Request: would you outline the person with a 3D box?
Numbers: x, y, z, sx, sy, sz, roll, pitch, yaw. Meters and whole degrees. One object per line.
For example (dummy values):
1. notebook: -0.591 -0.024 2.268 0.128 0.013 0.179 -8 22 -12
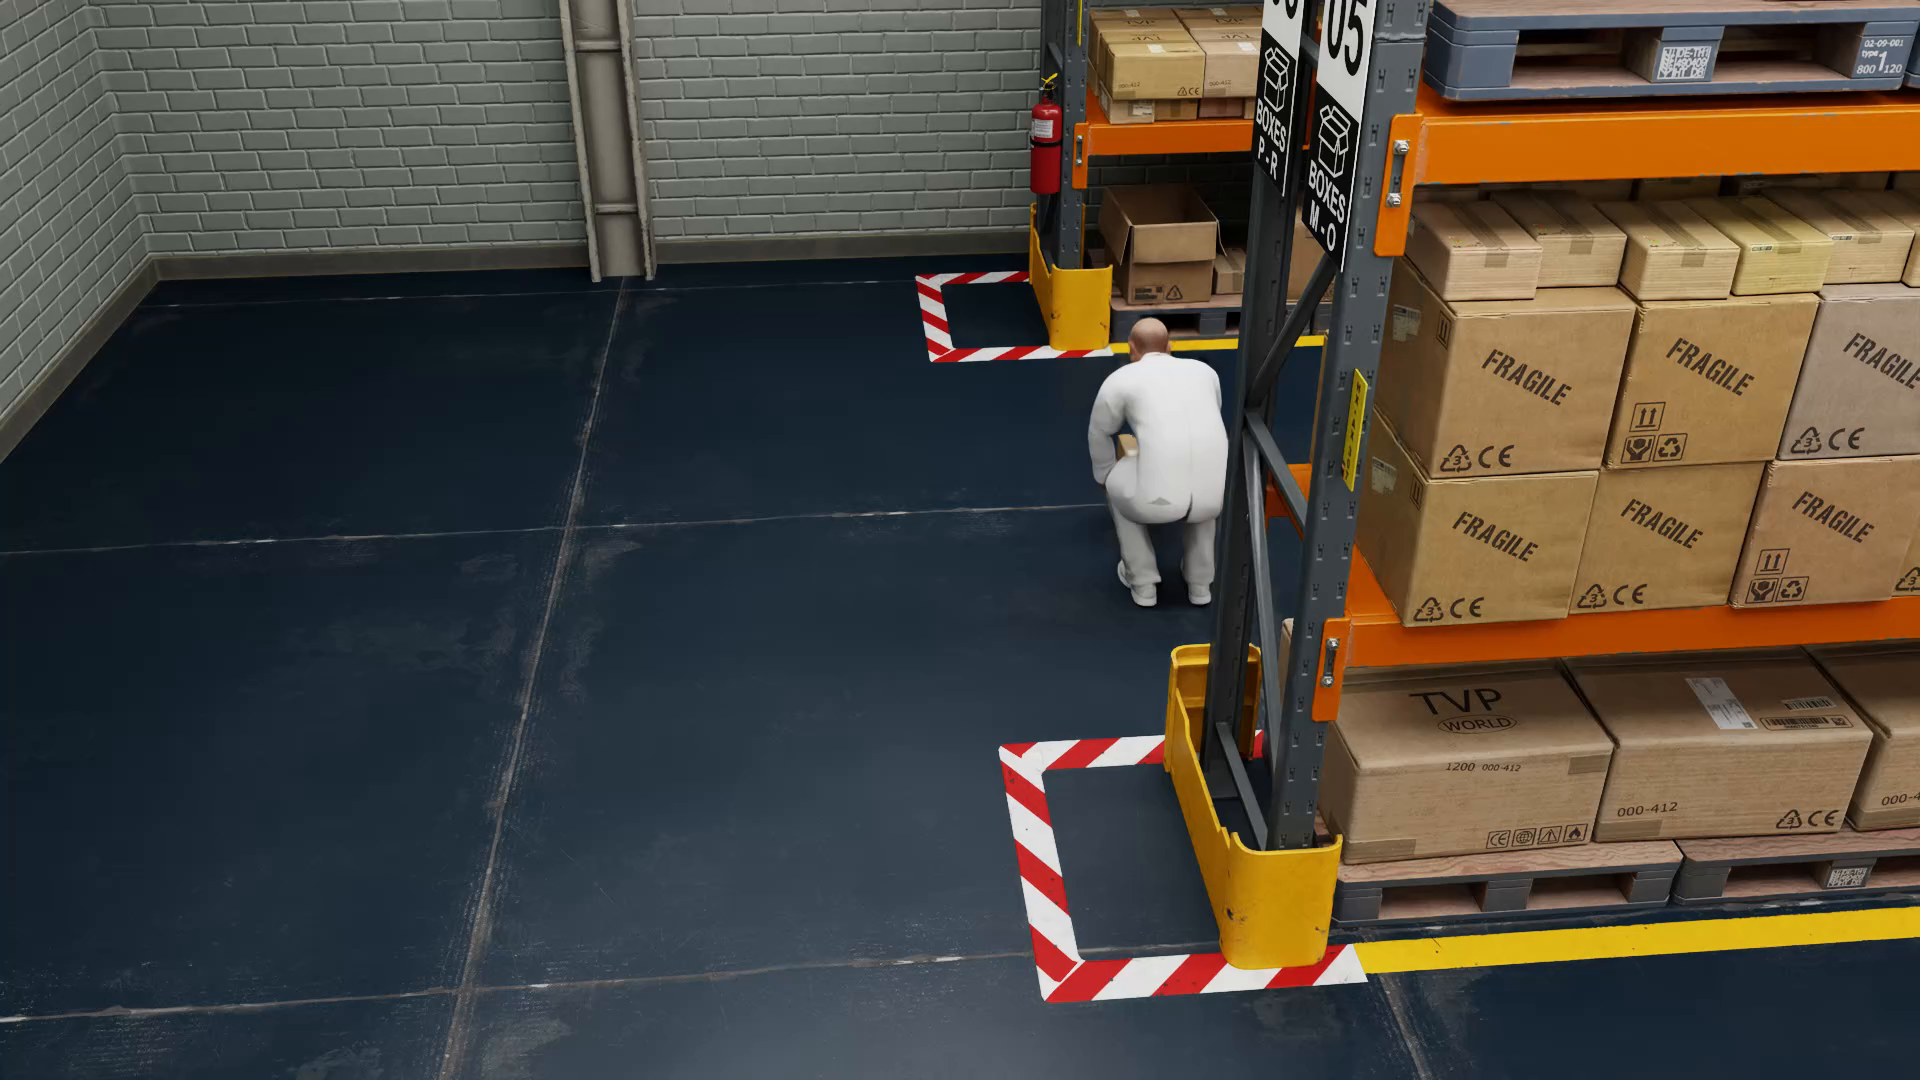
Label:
1. person: 0.894 -0.326 7.318 0.620 1.145 0.850 -3 31 -5
